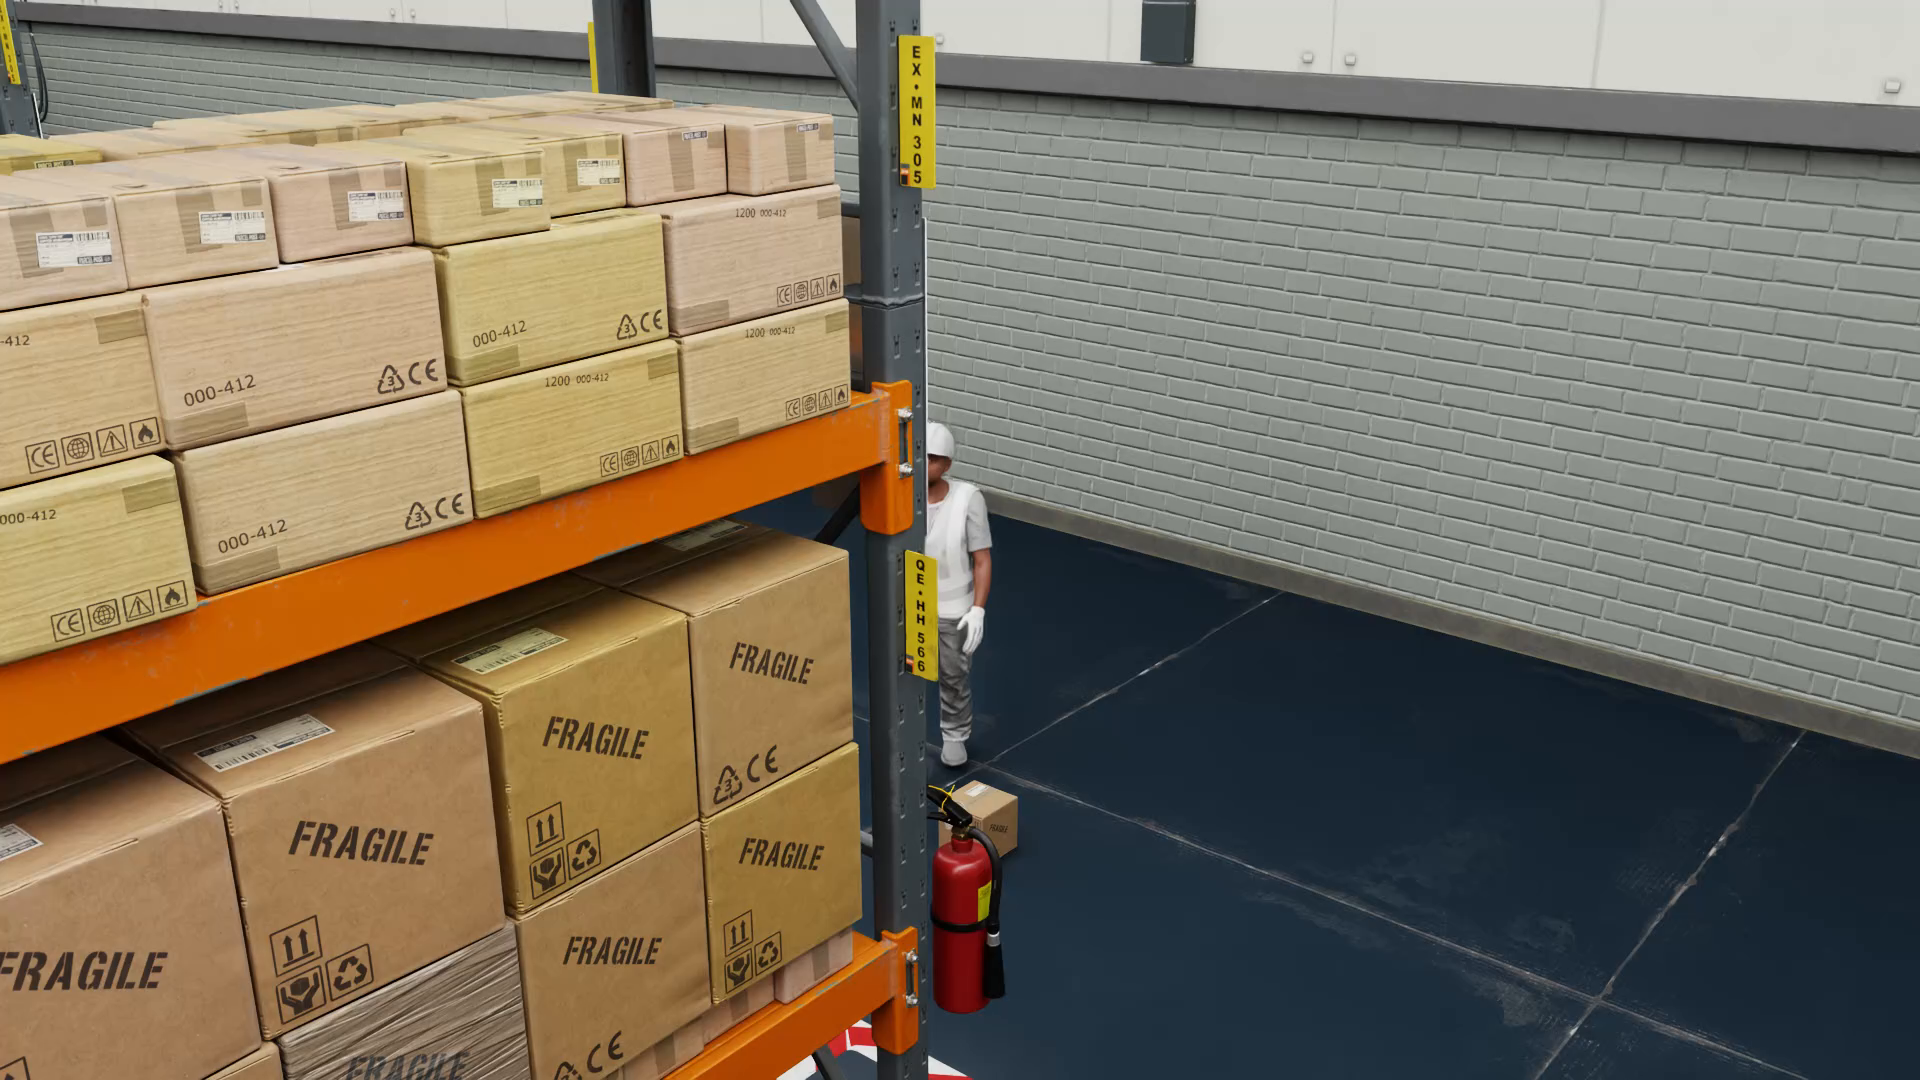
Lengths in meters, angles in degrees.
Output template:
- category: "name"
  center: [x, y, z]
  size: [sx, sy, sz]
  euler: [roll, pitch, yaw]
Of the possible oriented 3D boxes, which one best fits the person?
- category: "person"
  center: [-0.142, 0.349, 7.554]
  size: [0.562, 1.740, 0.969]
  euler: [2, 20, 6]
